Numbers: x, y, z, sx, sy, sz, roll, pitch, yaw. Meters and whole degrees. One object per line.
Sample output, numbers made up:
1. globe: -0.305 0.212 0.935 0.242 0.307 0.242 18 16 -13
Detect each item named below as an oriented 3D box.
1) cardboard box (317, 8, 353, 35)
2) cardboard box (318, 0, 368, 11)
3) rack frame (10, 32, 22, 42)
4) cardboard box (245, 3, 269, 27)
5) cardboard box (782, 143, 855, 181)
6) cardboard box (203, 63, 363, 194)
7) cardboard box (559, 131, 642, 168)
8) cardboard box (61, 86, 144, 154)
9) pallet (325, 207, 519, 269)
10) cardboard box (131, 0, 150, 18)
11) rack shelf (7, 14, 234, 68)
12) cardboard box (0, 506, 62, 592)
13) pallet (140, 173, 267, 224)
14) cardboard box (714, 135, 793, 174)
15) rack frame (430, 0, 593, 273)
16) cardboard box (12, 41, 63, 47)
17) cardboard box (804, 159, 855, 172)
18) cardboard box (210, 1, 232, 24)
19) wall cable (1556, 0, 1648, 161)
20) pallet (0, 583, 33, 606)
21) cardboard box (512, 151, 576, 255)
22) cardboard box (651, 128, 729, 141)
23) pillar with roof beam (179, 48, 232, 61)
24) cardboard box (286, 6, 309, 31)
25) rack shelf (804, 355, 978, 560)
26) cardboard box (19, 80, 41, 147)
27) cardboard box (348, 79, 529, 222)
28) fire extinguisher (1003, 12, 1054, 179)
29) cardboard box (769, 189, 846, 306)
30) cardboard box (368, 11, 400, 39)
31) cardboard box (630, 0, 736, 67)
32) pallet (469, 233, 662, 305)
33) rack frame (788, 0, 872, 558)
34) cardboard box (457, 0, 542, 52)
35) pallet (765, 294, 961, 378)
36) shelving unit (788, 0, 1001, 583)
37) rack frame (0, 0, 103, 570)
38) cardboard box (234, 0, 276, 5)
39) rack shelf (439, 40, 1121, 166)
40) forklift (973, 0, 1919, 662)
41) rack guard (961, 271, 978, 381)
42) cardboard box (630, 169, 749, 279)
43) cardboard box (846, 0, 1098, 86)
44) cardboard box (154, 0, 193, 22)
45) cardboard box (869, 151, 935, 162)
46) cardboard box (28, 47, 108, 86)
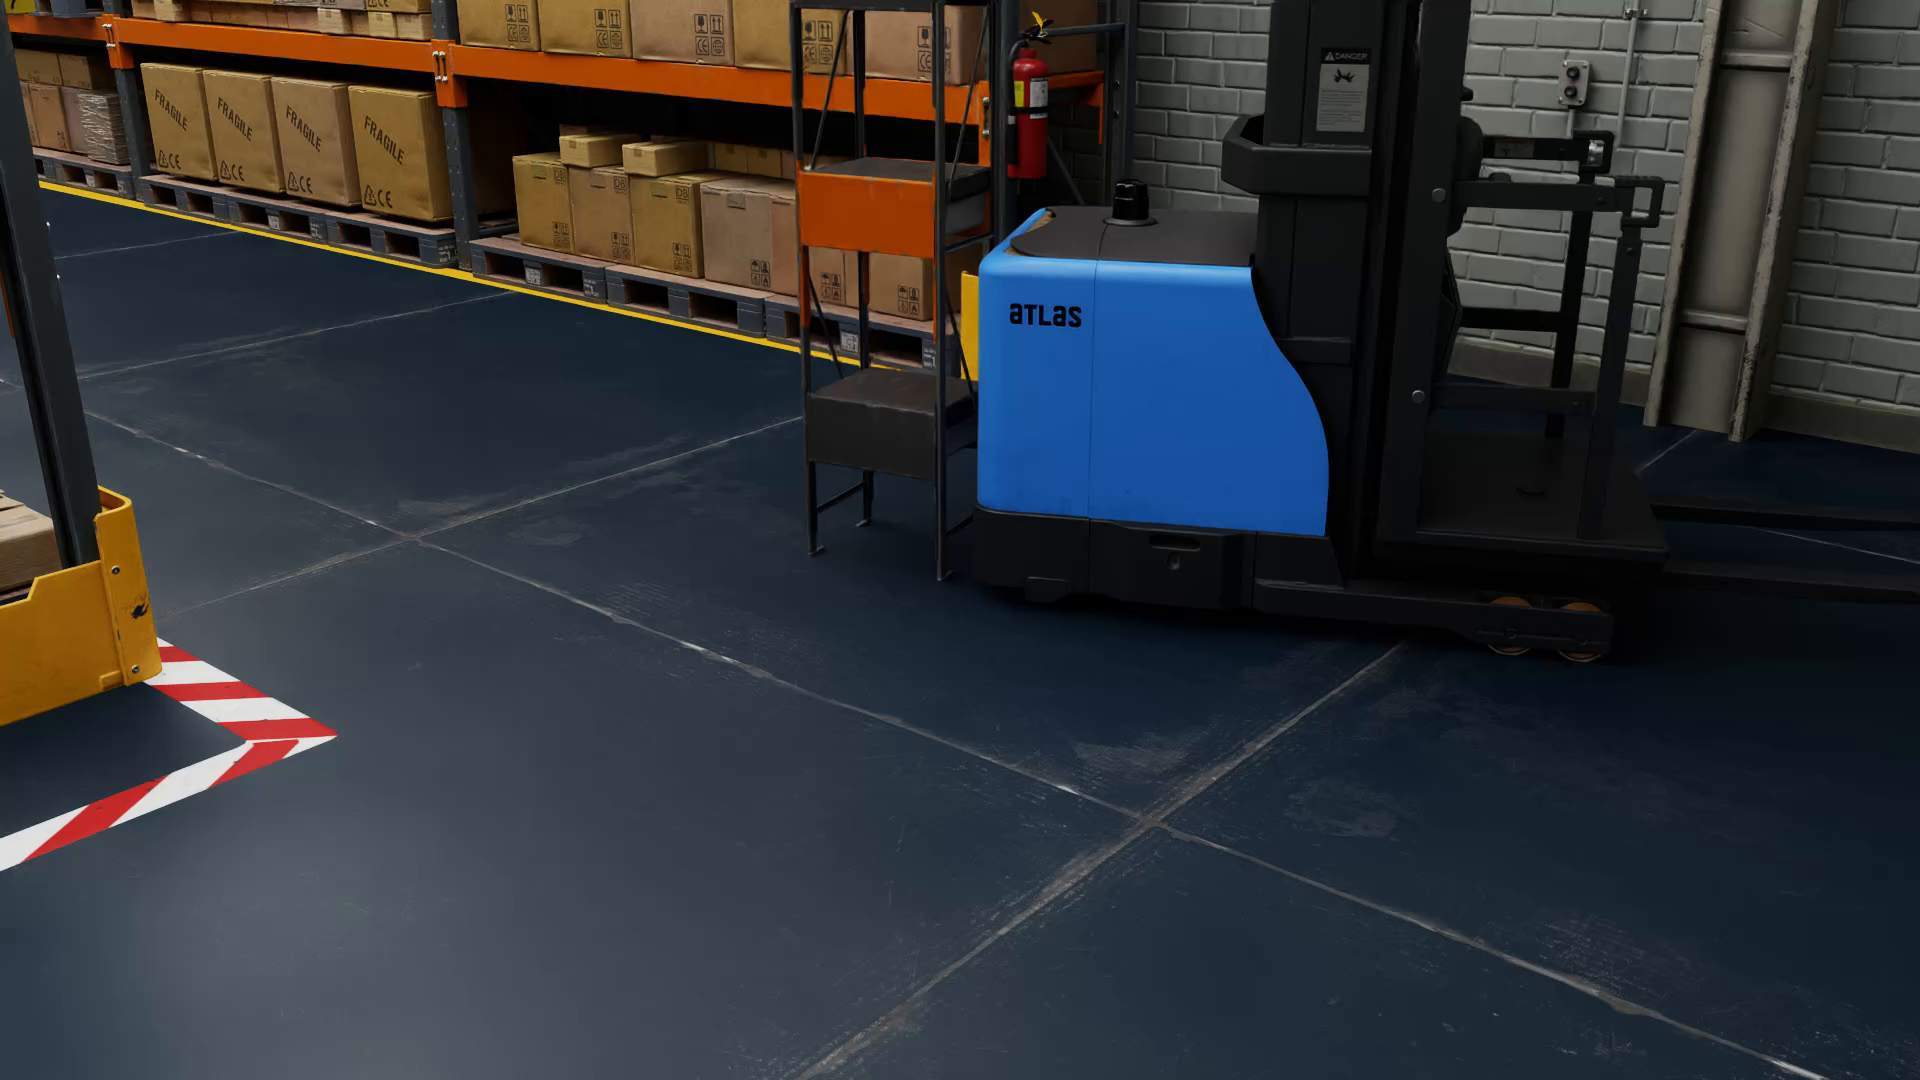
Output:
1. cardboard box: -3.701 -3.195 10.216 0.250 0.149 0.380 16 26 36
2. cardboard box: -3.554 -3.482 10.060 0.500 0.500 0.500 16 26 37
3. rack frame: -8.834 -4.927 14.482 0.127 3.000 1.000 16 26 36
4. cardboard box: -4.431 -3.450 10.894 0.250 0.149 0.380 16 26 37
5. cardboard box: -0.703 -1.961 8.645 0.250 0.149 0.380 17 26 37
6. cardboard box: -4.573 -2.828 11.367 0.750 0.750 0.750 16 26 36
7. cardboard box: -1.971 -2.151 9.149 0.250 0.149 0.380 17 27 38
8. cardboard box: -6.651 -3.364 13.256 0.500 0.500 0.700 16 26 36
9. pallet: -3.281 -1.989 10.643 1.213 0.211 1.003 16 26 36
10. cardboard box: -5.626 -3.789 11.793 0.250 0.149 0.380 16 26 36
11. rack shelf: -7.284 -4.144 13.425 4.000 0.370 1.077 16 26 36
12. cardboard box: -2.773 0.046 4.711 0.250 0.149 0.380 16 26 36
13. pallet: -5.172 -2.533 12.086 1.213 0.211 1.003 16 26 36
14. cardboard box: -1.098 -2.074 8.946 0.250 0.149 0.380 16 26 35
15. rack frame: -2.636 -3.142 9.749 0.127 3.000 1.000 16 26 36
16. cardboard box: -7.910 -4.057 14.031 0.500 0.250 0.500 15 26 35
17. cardboard box: -0.556 -1.744 8.071 0.250 0.149 0.380 17 26 38
18. cardboard box: -4.805 -3.570 11.213 0.250 0.149 0.380 17 26 37
19. wall cable: 2.053 -2.698 7.131 1.851 1.984 0.084 16 26 36
20. pallet: -3.343 0.216 4.797 1.213 0.211 1.003 16 26 36
21. cardboard box: -2.121 -1.974 9.599 0.500 0.500 0.700 16 26 37
22. cardboard box: -1.494 -2.188 9.248 0.250 0.149 0.380 15 25 35
23. pillar with roof beam: -8.917 -6.191 9.332 0.400 9.000 9.100 16 26 36
24. cardboard box: -4.033 -3.327 10.568 0.250 0.149 0.380 15 25 35
25. rack shelf: -0.191 -0.281 5.459 0.480 0.518 0.431 10 23 26
26. cardboard box: -7.451 -3.577 13.821 0.500 0.500 0.700 16 26 37
27. cardboard box: -3.222 -2.442 10.344 0.750 0.750 0.750 16 26 37
28. fire extinguisher: 0.288 -1.879 7.038 0.183 0.674 0.296 16 26 36
29. cardboard box: -0.530 -1.517 8.387 0.500 0.500 0.700 16 26 36
30. cardboard box: -3.287 -3.082 9.916 0.250 0.149 0.380 17 26 37
31. cardboard box: -1.094 -2.833 8.504 0.700 0.700 0.980 15 25 34
32. pallet: -2.096 -1.646 9.734 1.213 0.211 1.003 16 26 36
33. rack frame: -0.408 -0.988 5.312 0.015 2.100 0.400 10 23 26
34. cardboard box: -2.226 -3.157 9.363 0.700 0.700 0.980 17 26 37
35. pallet: -0.206 -1.102 8.290 1.213 0.211 1.003 16 26 36
36. shelving unit: -0.191 -0.948 5.207 0.503 2.100 0.431 10 23 26
37. rack frame: -2.666 -0.894 3.789 0.127 3.000 1.000 16 26 36
38. cardboard box: -4.328 -3.707 10.655 0.500 0.500 0.500 17 27 38
39. rack shelf: -1.086 -2.359 8.692 4.000 0.370 1.077 16 26 36
40. forklift: 1.613 -1.229 4.774 3.031 2.935 1.130 5 21 12
41. rack guard: 0.482 -1.074 7.809 0.348 0.500 1.175 16 26 36
42. cardboard box: -1.338 -1.746 8.994 0.500 0.500 0.700 17 26 37
43. cardboard box: 0.062 -2.501 7.624 0.700 0.700 0.980 18 27 39
44. cardboard box: -5.284 -3.648 11.419 0.250 0.149 0.380 17 27 38
45. cardboard box: -0.312 -1.848 8.346 0.250 0.149 0.380 16 26 36
46. cardboard box: -7.129 -3.825 13.418 0.500 0.250 0.500 16 26 36
